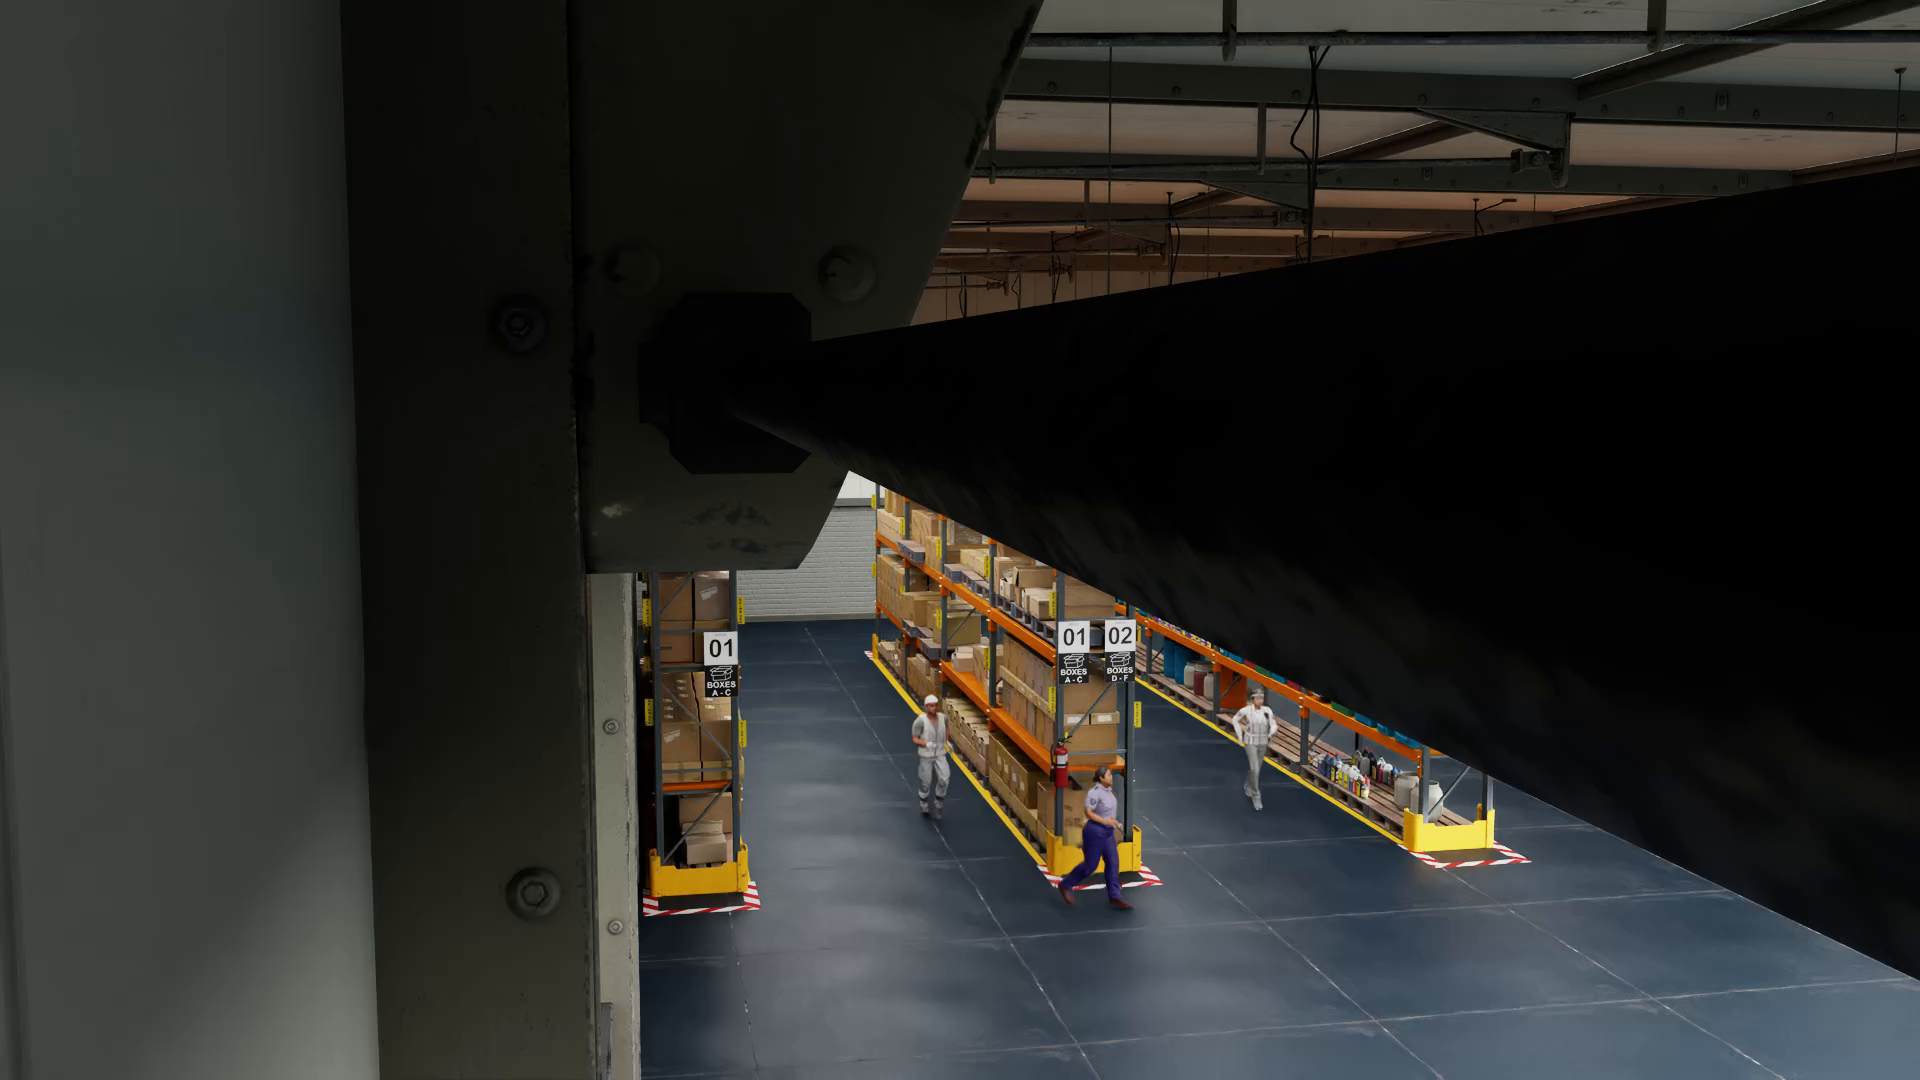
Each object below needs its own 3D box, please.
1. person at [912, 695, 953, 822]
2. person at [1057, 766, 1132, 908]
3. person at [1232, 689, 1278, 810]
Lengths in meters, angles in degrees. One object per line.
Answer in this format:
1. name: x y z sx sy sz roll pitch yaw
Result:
1. person: -0.371 3.052 23.317 0.643 1.796 0.805 -2 6 -17
2. person: 1.665 3.482 19.675 0.879 1.627 0.658 3 7 27
3. person: 4.324 3.002 24.249 0.605 1.729 0.784 -1 6 -14
